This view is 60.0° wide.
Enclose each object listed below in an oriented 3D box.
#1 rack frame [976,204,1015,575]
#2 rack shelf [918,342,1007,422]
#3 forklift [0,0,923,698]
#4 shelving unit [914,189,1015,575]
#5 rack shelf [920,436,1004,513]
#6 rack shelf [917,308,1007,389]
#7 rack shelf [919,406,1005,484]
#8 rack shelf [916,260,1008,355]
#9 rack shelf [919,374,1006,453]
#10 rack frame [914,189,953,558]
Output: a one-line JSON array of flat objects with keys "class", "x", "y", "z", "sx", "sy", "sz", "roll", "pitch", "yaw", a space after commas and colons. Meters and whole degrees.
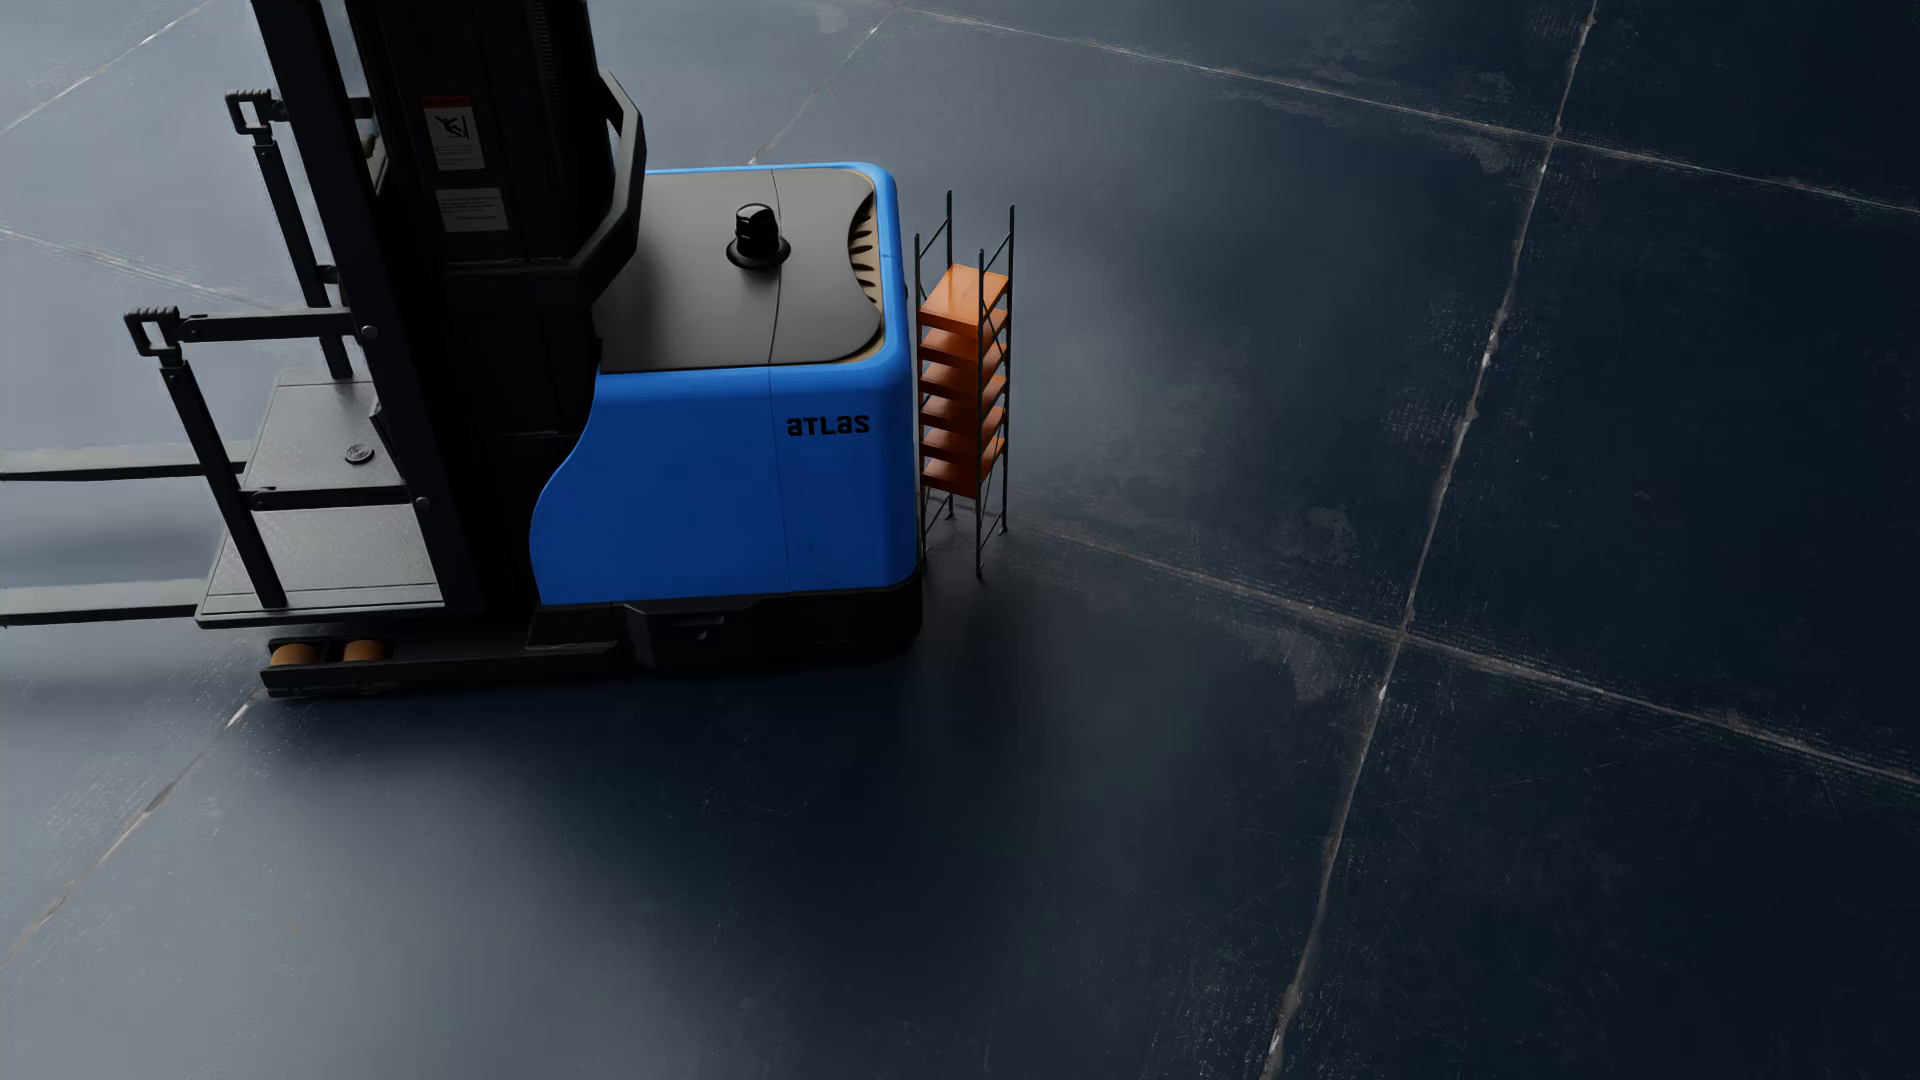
[{"class": "rack frame", "x": 0.098, "y": -0.397, "z": 4.798, "sx": 0.006, "sy": 1.200, "sz": 0.240, "roll": 16, "pitch": 47, "yaw": 16}, {"class": "rack shelf", "x": 0.013, "y": -0.475, "z": 4.770, "sx": 0.180, "sy": 0.103, "sz": 0.258, "roll": 16, "pitch": 47, "yaw": 16}, {"class": "forklift", "x": -1.653, "y": -0.972, "z": 4.148, "sx": 3.031, "sy": 2.935, "sz": 1.130, "roll": -3, "pitch": 45, "yaw": -3}, {"class": "shelving unit", "x": 0.013, "y": -0.421, "z": 4.823, "sx": 0.189, "sy": 1.200, "sz": 0.258, "roll": 16, "pitch": 47, "yaw": 16}, {"class": "rack shelf", "x": 0.013, "y": -0.220, "z": 5.023, "sx": 0.180, "sy": 0.103, "sz": 0.258, "roll": 16, "pitch": 47, "yaw": 16}, {"class": "rack shelf", "x": 0.013, "y": -0.560, "z": 4.685, "sx": 0.180, "sy": 0.103, "sz": 0.258, "roll": 16, "pitch": 47, "yaw": 16}, {"class": "rack shelf", "x": 0.013, "y": -0.305, "z": 4.939, "sx": 0.180, "sy": 0.103, "sz": 0.258, "roll": 16, "pitch": 47, "yaw": 16}, {"class": "rack shelf", "x": 0.013, "y": -0.645, "z": 4.600, "sx": 0.180, "sy": 0.103, "sz": 0.258, "roll": 16, "pitch": 47, "yaw": 16}, {"class": "rack shelf", "x": 0.013, "y": -0.390, "z": 4.854, "sx": 0.180, "sy": 0.103, "sz": 0.258, "roll": 16, "pitch": 47, "yaw": 16}, {"class": "rack frame", "x": -0.071, "y": -0.446, "z": 4.848, "sx": 0.006, "sy": 1.200, "sz": 0.240, "roll": 16, "pitch": 47, "yaw": 16}]
